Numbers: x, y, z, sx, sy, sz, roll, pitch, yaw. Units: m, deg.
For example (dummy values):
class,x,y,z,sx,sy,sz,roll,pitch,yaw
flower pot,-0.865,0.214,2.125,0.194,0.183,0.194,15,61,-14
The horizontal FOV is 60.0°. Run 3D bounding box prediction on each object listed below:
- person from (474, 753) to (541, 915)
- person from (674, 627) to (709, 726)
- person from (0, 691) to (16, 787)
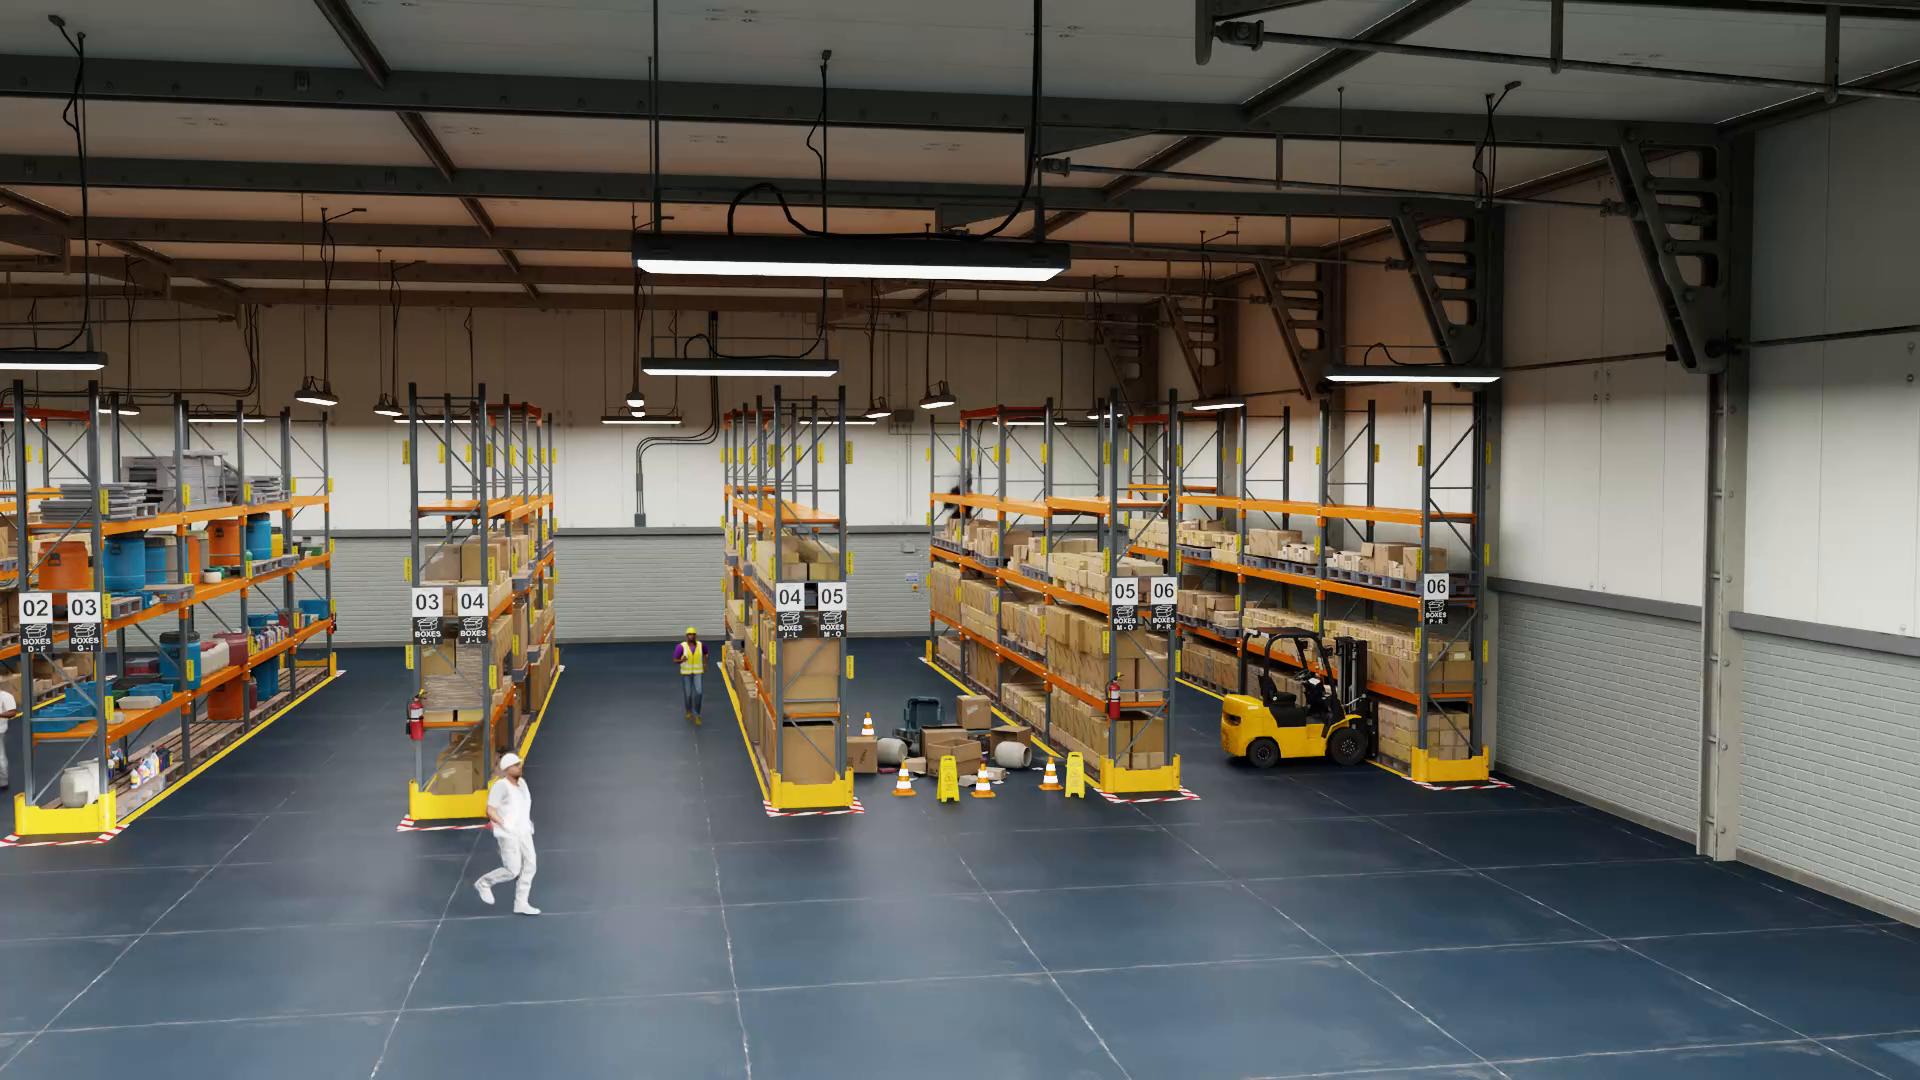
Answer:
class,x,y,z,sx,sy,sz,roll,pitch,yaw
person,-4.946,3.209,18.196,0.753,1.757,0.685,1,3,19
person,-5.008,2.538,31.068,0.677,1.823,0.737,-1,3,-13
person,-14.301,2.854,24.555,0.686,1.797,0.880,-1,3,-18
